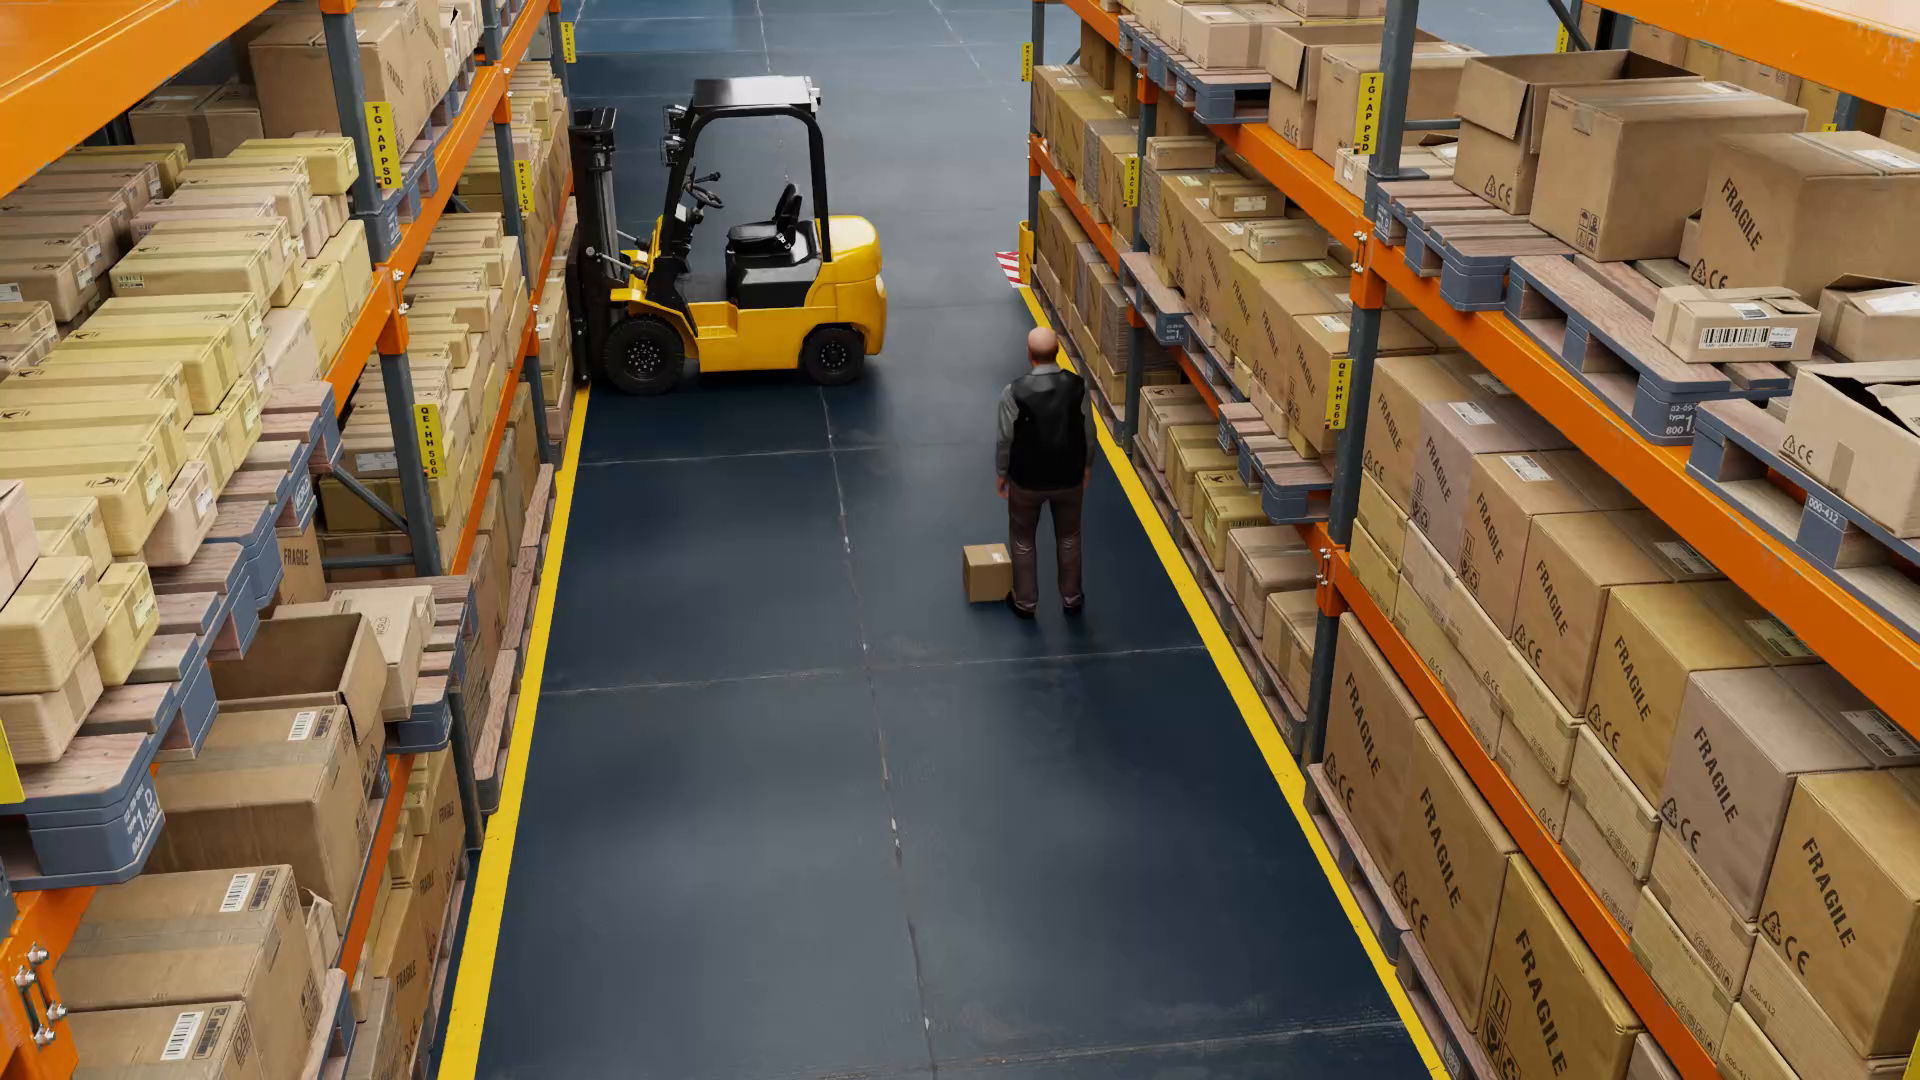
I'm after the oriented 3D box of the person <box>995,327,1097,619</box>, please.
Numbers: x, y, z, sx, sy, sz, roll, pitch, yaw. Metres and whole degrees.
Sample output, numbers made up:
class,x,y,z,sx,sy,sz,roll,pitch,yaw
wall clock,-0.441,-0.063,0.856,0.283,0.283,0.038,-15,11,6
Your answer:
class,x,y,z,sx,sy,sz,roll,pitch,yaw
person,0.478,-0.304,9.359,0.576,1.614,0.418,-5,27,-9
